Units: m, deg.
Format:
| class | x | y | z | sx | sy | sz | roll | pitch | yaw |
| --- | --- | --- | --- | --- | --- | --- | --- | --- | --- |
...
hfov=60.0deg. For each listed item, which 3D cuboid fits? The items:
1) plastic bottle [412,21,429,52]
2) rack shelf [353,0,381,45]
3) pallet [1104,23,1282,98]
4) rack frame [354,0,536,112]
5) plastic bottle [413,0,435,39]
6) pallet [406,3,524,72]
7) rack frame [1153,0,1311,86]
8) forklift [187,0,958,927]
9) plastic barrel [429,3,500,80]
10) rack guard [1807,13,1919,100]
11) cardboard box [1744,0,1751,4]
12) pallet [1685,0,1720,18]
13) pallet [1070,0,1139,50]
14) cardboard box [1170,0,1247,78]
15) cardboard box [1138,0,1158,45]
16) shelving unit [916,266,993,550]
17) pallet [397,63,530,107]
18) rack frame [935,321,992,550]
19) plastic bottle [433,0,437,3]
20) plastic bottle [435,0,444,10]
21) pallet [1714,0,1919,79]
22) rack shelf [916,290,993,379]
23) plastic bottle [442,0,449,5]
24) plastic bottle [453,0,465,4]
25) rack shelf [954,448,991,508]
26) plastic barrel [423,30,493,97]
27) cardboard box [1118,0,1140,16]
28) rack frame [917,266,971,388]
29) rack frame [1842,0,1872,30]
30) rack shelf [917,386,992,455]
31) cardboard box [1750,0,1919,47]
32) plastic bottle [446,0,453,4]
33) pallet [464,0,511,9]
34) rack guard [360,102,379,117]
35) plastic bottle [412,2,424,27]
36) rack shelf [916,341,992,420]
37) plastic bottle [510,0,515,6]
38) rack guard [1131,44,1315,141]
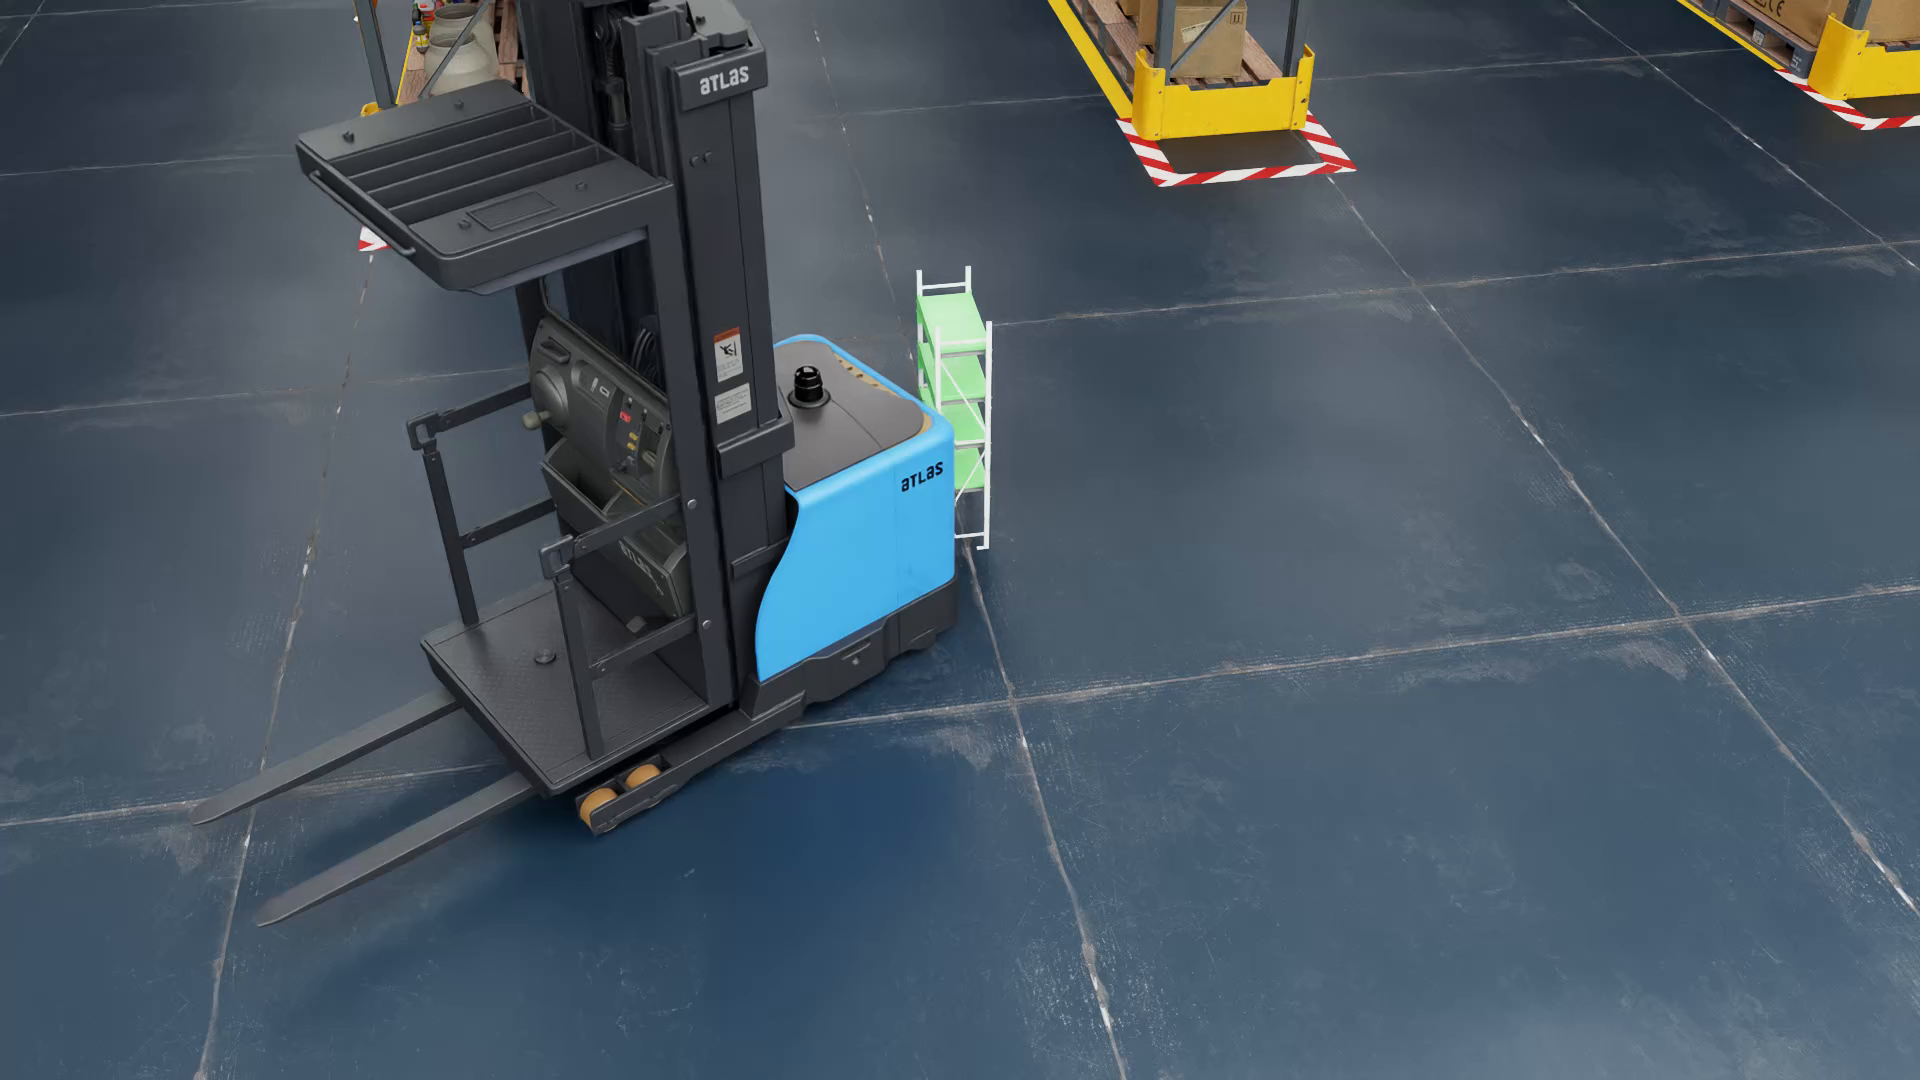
| class | x | y | z | sx | sy | sz | roll | pitch | yaw |
| --- | --- | --- | --- | --- | --- | --- | --- | --- | --- |
| plastic bottle | -3.843 | -3.592 | 11.851 | 0.097 | 0.201 | 0.097 | 0 | 38 | 0 |
| rack shelf | -3.440 | -4.386 | 11.536 | 1.077 | 0.370 | 4.000 | -6 | 38 | -8 |
| pallet | 1.666 | -3.434 | 11.998 | 1.003 | 0.211 | 1.213 | -6 | 38 | -8 |
| rack frame | -3.089 | -3.462 | 9.761 | 1.000 | 3.000 | 0.127 | -6 | 38 | -8 |
| plastic bottle | -3.860 | -3.777 | 12.028 | 0.152 | 0.276 | 0.135 | -6 | 38 | -8 |
| pallet | -3.496 | -3.628 | 12.248 | 1.003 | 0.211 | 1.213 | -6 | 38 | -8 |
| rack frame | 1.787 | -3.994 | 10.446 | 1.000 | 3.000 | 0.127 | -6 | 38 | -8 |
| forklift | -1.460 | -0.414 | 5.894 | 3.031 | 2.935 | 1.130 | -27 | 45 | -31 |
| plastic barrel | -3.368 | -3.337 | 11.286 | 0.421 | 0.512 | 0.421 | 0 | 38 | 0 |
| rack guard | 6.692 | -3.465 | 11.803 | 1.175 | 0.500 | 0.348 | -6 | 38 | -8 |
| cardboard box | 6.348 | -4.727 | 12.779 | 0.875 | 0.875 | 0.875 | -7 | 38 | -9 |
| pallet | 6.260 | -4.575 | 13.467 | 1.003 | 0.211 | 1.213 | -6 | 38 | -8 |
| pallet | 1.456 | -4.169 | 12.944 | 1.003 | 0.211 | 1.213 | -6 | 38 | -8 |
| cardboard box | 1.694 | -3.552 | 11.572 | 0.500 | 0.500 | 0.500 | 0 | 38 | 1 |
| cardboard box | 1.556 | -3.909 | 12.032 | 0.500 | 0.500 | 0.500 | 3 | 38 | 4 |
| shelving unit | -0.029 | -0.574 | 7.511 | 0.258 | 1.200 | 0.503 | -6 | 38 | -8 |
| pallet | -3.286 | -2.893 | 11.301 | 1.003 | 0.211 | 1.213 | -6 | 38 | -8 |
| rack frame | 0.014 | -0.426 | 7.321 | 0.240 | 1.200 | 0.015 | -6 | 38 | -8 |
| plastic bottle | -3.884 | -3.861 | 12.136 | 0.152 | 0.276 | 0.135 | -7 | 38 | -9 |
| plastic bottle | -3.755 | -3.792 | 12.041 | 0.061 | 0.283 | 0.133 | -6 | 38 | -8 |
| pallet | 6.471 | -3.840 | 12.521 | 1.003 | 0.211 | 1.213 | -6 | 38 | -8 |
| rack shelf | -0.029 | -0.902 | 7.255 | 0.258 | 0.148 | 0.480 | -6 | 38 | -8 |
| plastic bottle | -3.765 | -3.856 | 12.191 | 0.097 | 0.201 | 0.097 | 0 | 38 | 0 |
| plastic bottle | -3.808 | -4.104 | 12.449 | 0.152 | 0.276 | 0.135 | -6 | 38 | -8 |
| rack shelf | -0.029 | -0.334 | 7.697 | 0.258 | 0.148 | 0.480 | -6 | 38 | -8 |
| plastic barrel | -3.280 | -3.034 | 10.896 | 0.421 | 0.512 | 0.421 | 0 | 38 | 0 |
| cardboard box | 1.465 | -4.290 | 12.522 | 0.500 | 0.500 | 0.500 | -3 | 38 | -4 |
| rack frame | -0.072 | -0.721 | 7.700 | 0.240 | 1.200 | 0.015 | -6 | 38 | -8 |
| rack frame | 6.688 | -4.467 | 11.055 | 1.000 | 3.000 | 0.127 | -6 | 38 | -8 |
| rack shelf | -0.029 | -0.523 | 7.550 | 0.258 | 0.148 | 0.480 | -6 | 38 | -8 |
| cardboard box | 6.504 | -4.196 | 12.096 | 0.875 | 0.875 | 0.875 | -6 | 38 | -8 |
| plastic bottle | -3.806 | -3.970 | 12.338 | 0.097 | 0.201 | 0.097 | 0 | 38 | 0 |
| pallet | -3.714 | -4.366 | 13.198 | 1.003 | 0.211 | 1.213 | -6 | 38 | -8 |
| rack guard | -3.149 | -2.515 | 10.580 | 1.175 | 0.500 | 0.348 | -6 | 38 | -8 |
| plastic bottle | -3.881 | -3.693 | 11.915 | 0.061 | 0.283 | 0.133 | -5 | 38 | -7 |
| rack shelf | -0.029 | -0.713 | 7.403 | 0.258 | 0.148 | 0.480 | -6 | 38 | -8 |
| plastic bottle | -3.384 | -4.199 | 12.566 | 0.061 | 0.283 | 0.133 | -6 | 38 | -8 |
| rack guard | 1.774 | -3.053 | 11.272 | 1.175 | 0.500 | 0.348 | -6 | 38 | -8 |
